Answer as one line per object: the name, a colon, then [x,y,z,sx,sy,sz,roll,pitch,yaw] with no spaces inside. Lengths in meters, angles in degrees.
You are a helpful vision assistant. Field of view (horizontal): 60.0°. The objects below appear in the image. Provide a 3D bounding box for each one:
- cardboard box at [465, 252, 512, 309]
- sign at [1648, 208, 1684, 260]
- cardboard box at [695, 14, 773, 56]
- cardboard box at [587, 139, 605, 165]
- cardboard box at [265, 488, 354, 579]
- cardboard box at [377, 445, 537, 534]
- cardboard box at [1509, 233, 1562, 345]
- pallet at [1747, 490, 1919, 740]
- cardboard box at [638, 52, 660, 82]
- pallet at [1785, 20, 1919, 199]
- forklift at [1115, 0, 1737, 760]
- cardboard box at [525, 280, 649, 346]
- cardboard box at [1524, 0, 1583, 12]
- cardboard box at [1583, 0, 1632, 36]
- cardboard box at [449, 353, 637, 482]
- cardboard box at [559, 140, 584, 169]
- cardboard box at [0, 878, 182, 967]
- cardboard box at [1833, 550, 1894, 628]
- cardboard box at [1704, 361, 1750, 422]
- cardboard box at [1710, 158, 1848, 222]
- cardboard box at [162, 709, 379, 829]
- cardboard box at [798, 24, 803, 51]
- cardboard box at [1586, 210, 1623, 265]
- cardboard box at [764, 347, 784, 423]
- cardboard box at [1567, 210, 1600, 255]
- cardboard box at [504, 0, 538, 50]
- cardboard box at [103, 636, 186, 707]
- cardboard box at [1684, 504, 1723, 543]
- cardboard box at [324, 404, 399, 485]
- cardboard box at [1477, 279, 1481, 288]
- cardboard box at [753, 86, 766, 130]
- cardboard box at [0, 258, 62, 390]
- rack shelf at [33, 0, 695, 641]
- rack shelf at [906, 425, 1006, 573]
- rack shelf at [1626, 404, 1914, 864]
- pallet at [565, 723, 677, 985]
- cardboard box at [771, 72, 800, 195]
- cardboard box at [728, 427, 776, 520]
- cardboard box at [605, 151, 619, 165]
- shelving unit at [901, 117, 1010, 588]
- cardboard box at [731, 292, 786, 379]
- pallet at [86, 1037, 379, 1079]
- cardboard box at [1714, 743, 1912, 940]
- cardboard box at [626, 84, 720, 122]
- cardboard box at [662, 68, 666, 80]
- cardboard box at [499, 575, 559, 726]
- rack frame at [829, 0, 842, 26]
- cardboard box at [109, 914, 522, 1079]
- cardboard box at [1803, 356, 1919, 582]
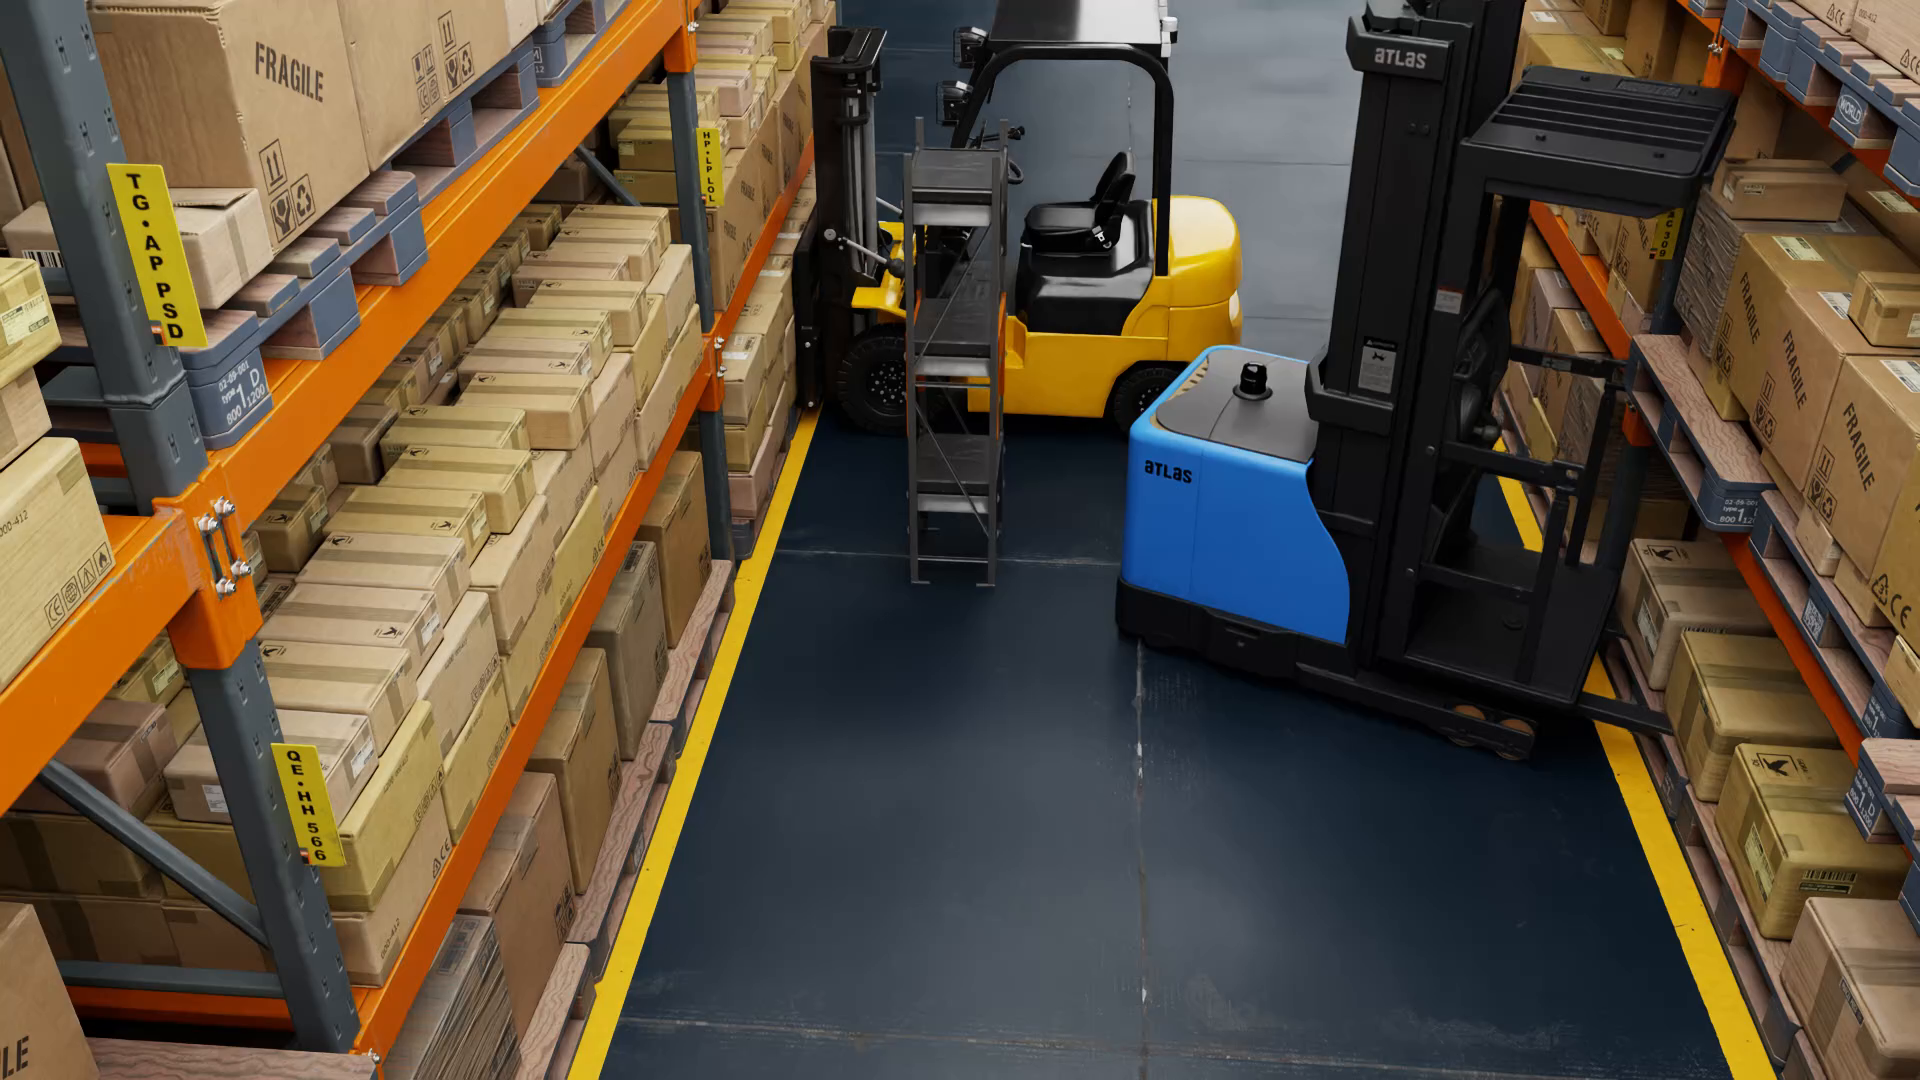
cardboard box: [-1.911,-0.971,6.254,0.380,0.149,0.250,2,32,4]
sign: [2.832,-1.274,6.632,0.100,0.325,0.005,2,32,4]
cardboard box: [-1.186,-2.634,8.668,0.380,0.149,0.250,3,32,5]
cardboard box: [-1.818,-1.726,7.478,0.380,0.149,0.250,2,32,3]
cardboard box: [-2.056,0.071,4.943,0.500,0.250,0.500,2,32,4]
cardboard box: [-1.485,-0.152,4.925,0.380,0.149,0.250,3,32,5]
cardboard box: [3.270,-1.347,9.082,0.500,0.500,0.500,3,32,5]
pallet: [3.168,0.251,5.167,1.003,0.211,1.213,2,32,4]
cardboard box: [-1.713,-2.389,8.271,0.380,0.149,0.250,2,32,3]
pallet: [3.136,-1.222,4.694,1.213,0.211,1.003,2,32,4]
forklift: [2.246,-0.668,6.541,3.031,2.935,1.130,16,35,24]
cardboard box: [-1.345,-0.822,6.011,0.380,0.149,0.250,2,32,2]
cardboard box: [3.384,-2.911,9.735,0.500,0.500,0.500,2,32,3]
cardboard box: [3.827,-3.032,8.978,0.700,0.500,0.500,3,32,4]
cardboard box: [-1.441,-0.441,5.773,0.500,0.250,0.500,3,32,5]
cardboard box: [-1.849,-1.721,7.187,0.380,0.149,0.250,3,32,4]
cardboard box: [-2.118,0.814,4.214,0.500,0.250,0.500,2,32,3]
cardboard box: [2.887,0.139,5.005,0.380,0.149,0.250,1,32,2]
cardboard box: [2.985,-0.552,6.126,0.380,0.149,0.250,3,32,5]
cardboard box: [2.983,-1.279,6.069,0.380,0.149,0.250,2,32,4]
cardboard box: [-1.580,0.523,3.829,0.380,0.149,0.250,3,32,5]
cardboard box: [-1.077,-2.774,9.179,0.380,0.149,0.250,1,32,2]
cardboard box: [3.197,-1.568,7.556,0.500,0.500,0.500,3,32,6]
cardboard box: [-1.188,-0.820,8.466,0.500,0.250,0.500,2,32,4]
cardboard box: [3.176,-1.491,8.051,0.380,0.149,0.250,2,32,3]
cardboard box: [-1.423,-1.496,4.703,0.380,0.149,0.250,2,32,3]
cardboard box: [-2.165,0.357,4.099,0.380,0.149,0.250,3,32,5]
cardboard box: [3.691,-0.191,7.922,0.500,0.250,0.500,1,32,2]
cardboard box: [-1.969,-0.305,5.173,0.380,0.149,0.250,3,32,5]
cardboard box: [3.309,-1.309,9.736,0.500,0.250,0.500,4,32,6]
cardboard box: [-1.156,-2.106,8.095,0.380,0.149,0.250,2,32,3]
cardboard box: [-1.633,-0.321,2.533,0.380,0.149,0.250,3,32,6]
rack shelf: [-1.737,-1.021,4.874,1.077,0.370,4.000,2,32,4]
rack shelf: [-0.013,-0.200,7.933,0.431,0.518,0.480,2,32,4]
rack shelf: [3.211,0.466,5.320,1.077,0.370,4.000,2,32,4]
pallet: [-1.692,1.118,6.235,1.003,0.211,1.213,2,32,4]
cardboard box: [-1.149,-2.159,8.800,0.500,0.500,0.500,3,32,4]
cardboard box: [-1.204,-0.343,8.168,0.500,0.250,0.500,3,32,4]
cardboard box: [-1.762,-1.645,7.966,0.500,0.500,0.500,3,32,5]
shelving unit: [-0.013,-0.807,7.559,0.431,2.100,0.503,2,32,4]
cardboard box: [-1.170,-1.036,8.340,0.500,0.250,0.500,3,32,4]
pallet: [-1.885,1.435,3.246,1.213,0.211,1.003,2,32,4]
cardboard box: [3.223,1.068,5.762,0.950,0.372,0.625,3,32,6]
cardboard box: [-1.309,-1.970,7.590,0.380,0.149,0.250,2,32,3]
cardboard box: [-1.679,-2.400,8.571,0.380,0.149,0.250,1,32,2]
cardboard box: [-1.539,0.305,5.038,0.500,0.250,0.500,1,32,2]
rack frame: [-1.248,-3.188,10.563,1.000,3.000,0.127,2,32,4]
cardboard box: [-1.835,1.502,4.816,0.875,0.625,0.625,3,32,6]
cardboard box: [2.925,-0.212,4.956,0.500,0.500,0.500,1,32,2]
